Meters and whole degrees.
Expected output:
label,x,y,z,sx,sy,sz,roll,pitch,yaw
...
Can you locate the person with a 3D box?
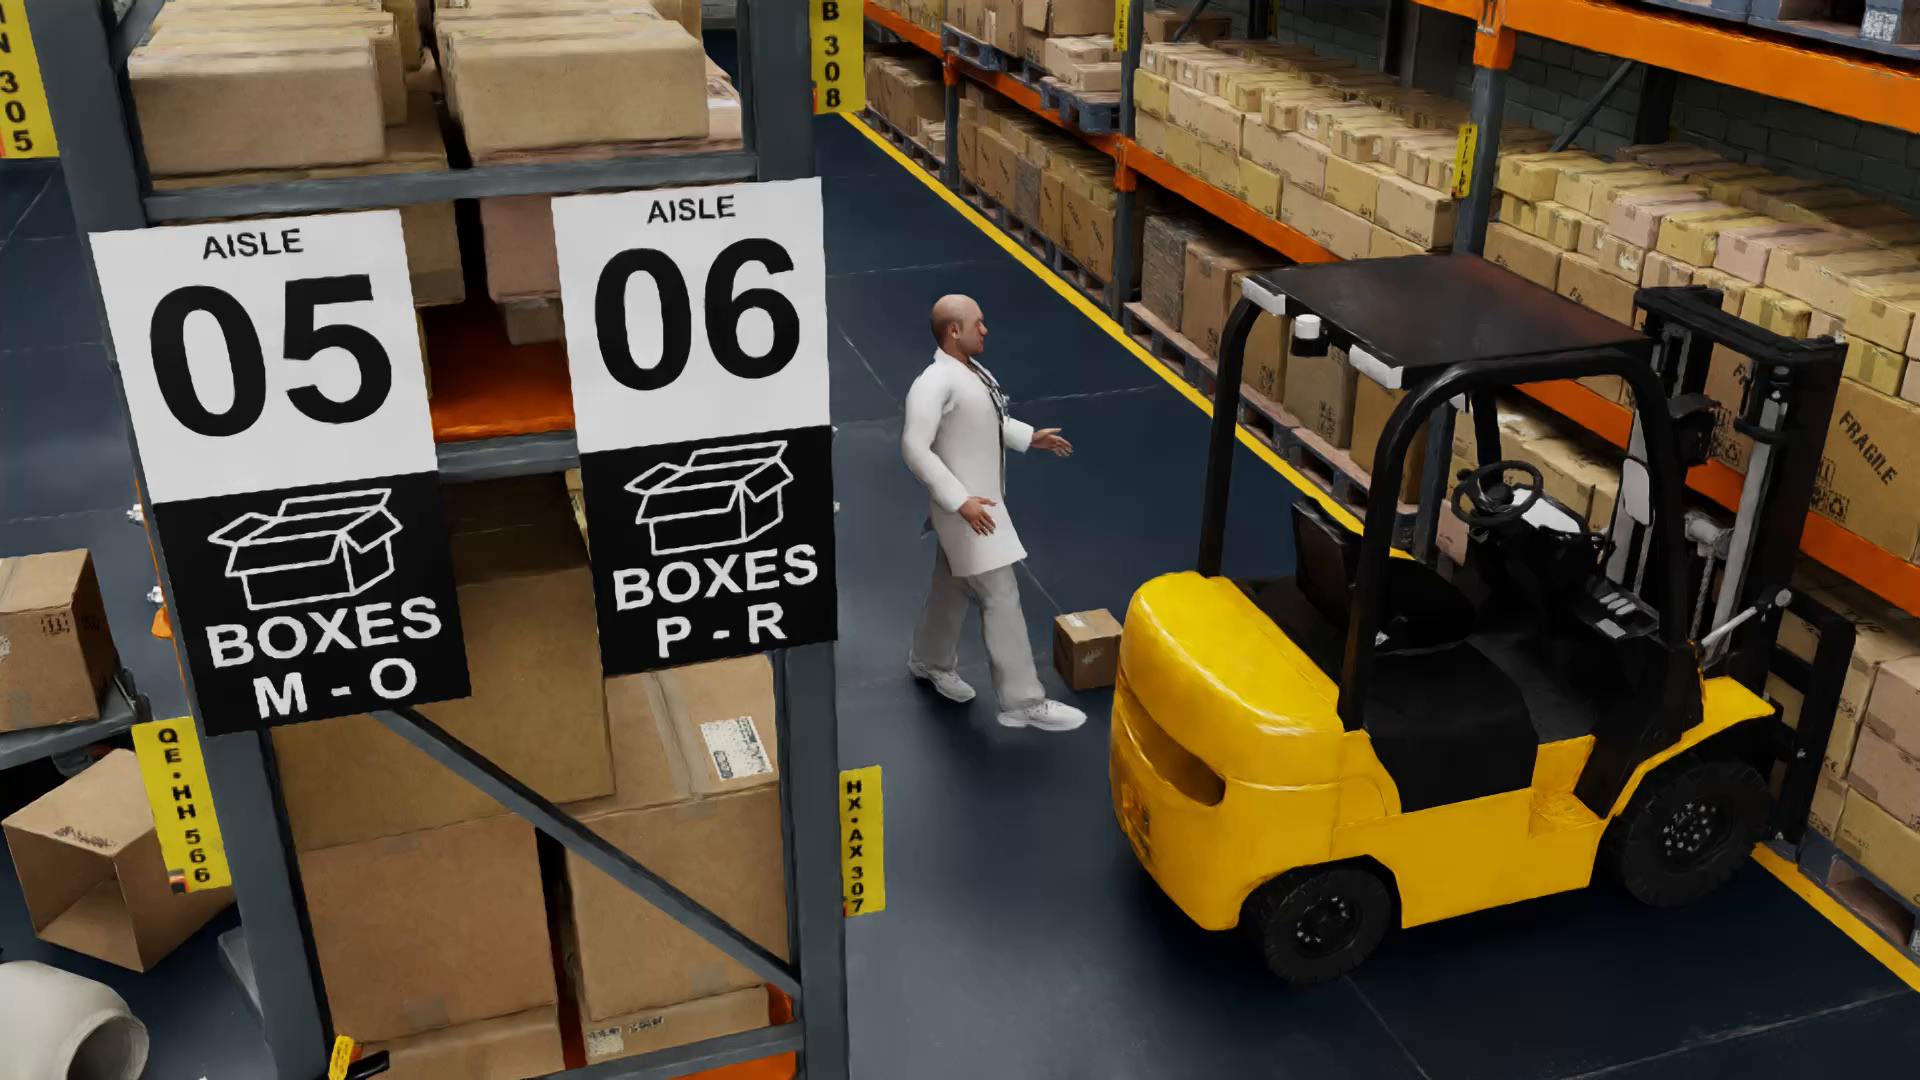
label,x,y,z,sx,sy,sz,roll,pitch,yaw
person,0.162,-0.106,6.865,0.844,1.799,0.759,4,26,9
